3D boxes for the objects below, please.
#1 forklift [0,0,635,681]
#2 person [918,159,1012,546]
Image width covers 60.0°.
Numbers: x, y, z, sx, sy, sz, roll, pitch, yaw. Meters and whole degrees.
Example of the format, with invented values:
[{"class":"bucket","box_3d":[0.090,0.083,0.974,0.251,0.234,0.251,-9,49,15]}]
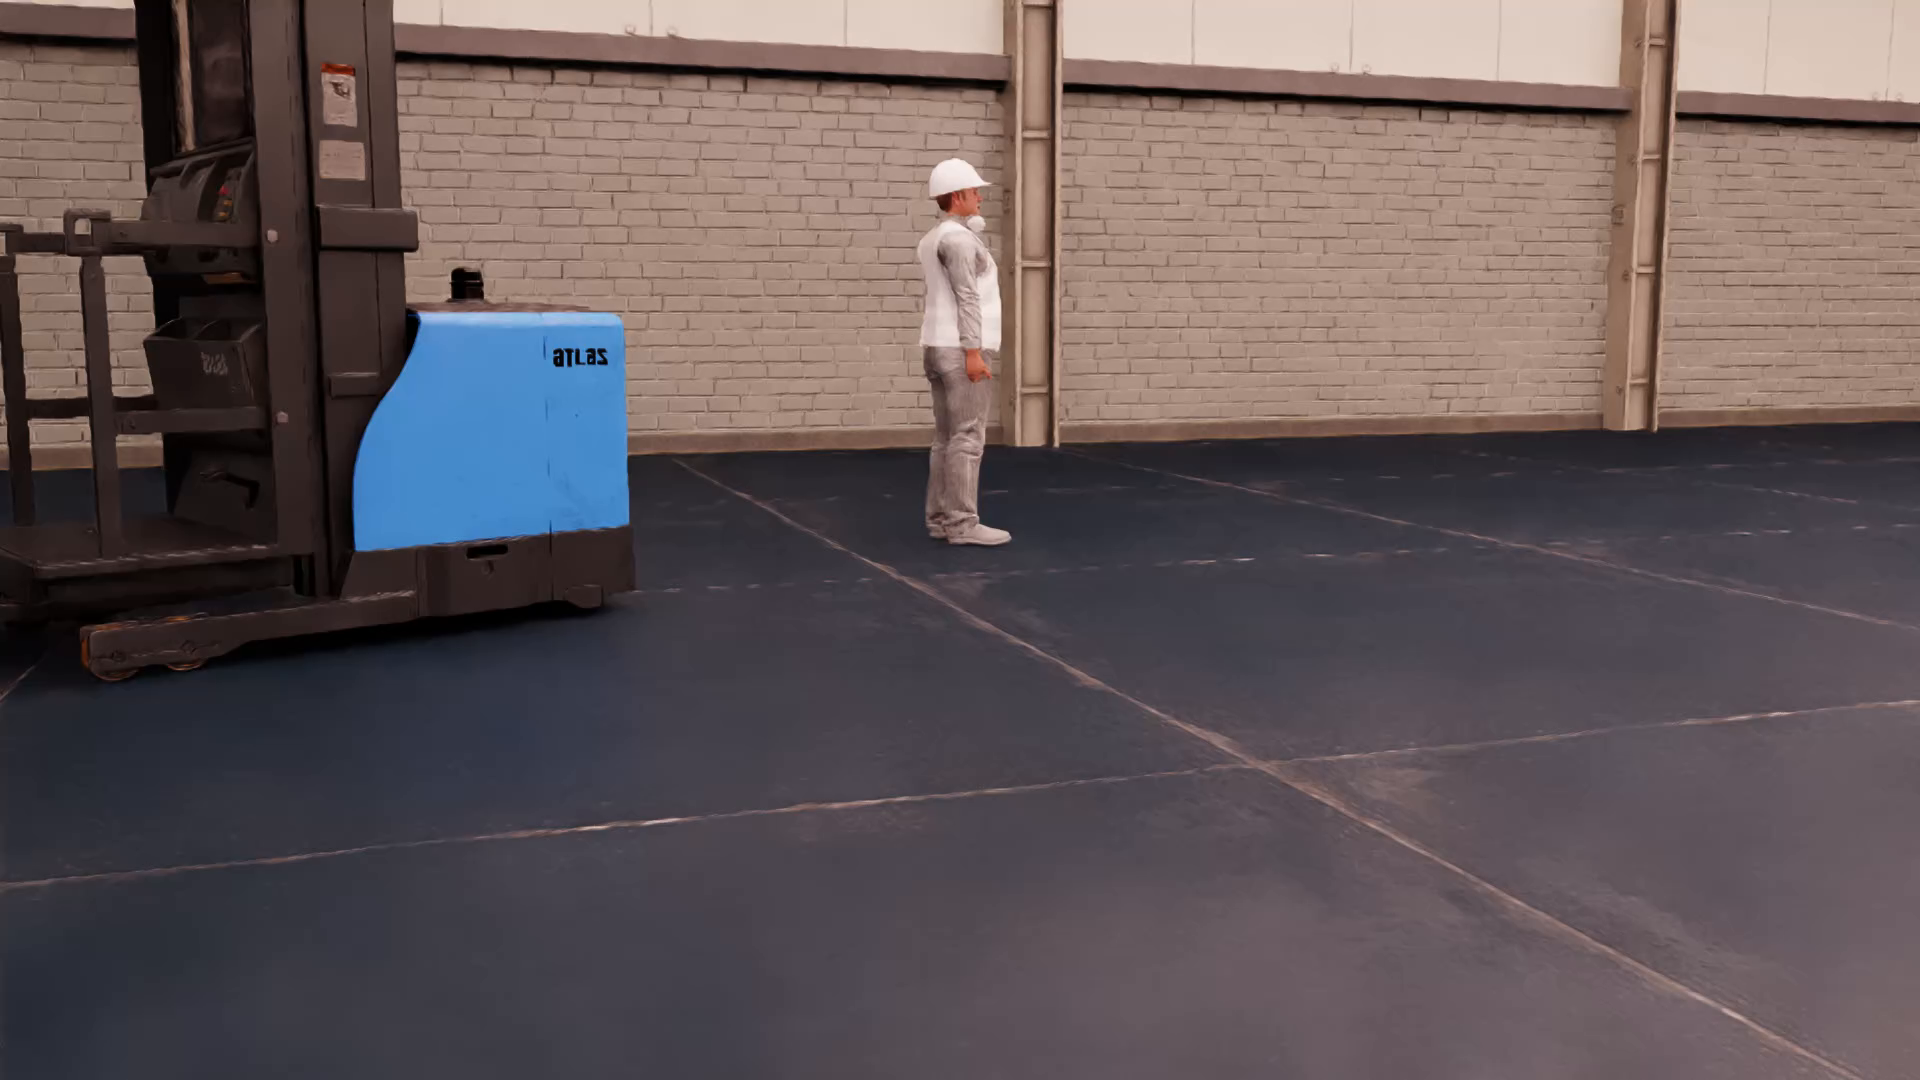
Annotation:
[{"class":"forklift","box_3d":[-2.621,-1.118,5.264,3.031,2.935,1.130,-7,10,-42]},{"class":"person","box_3d":[0.006,-0.879,7.809,0.356,1.776,0.529,-3,8,-18]}]
